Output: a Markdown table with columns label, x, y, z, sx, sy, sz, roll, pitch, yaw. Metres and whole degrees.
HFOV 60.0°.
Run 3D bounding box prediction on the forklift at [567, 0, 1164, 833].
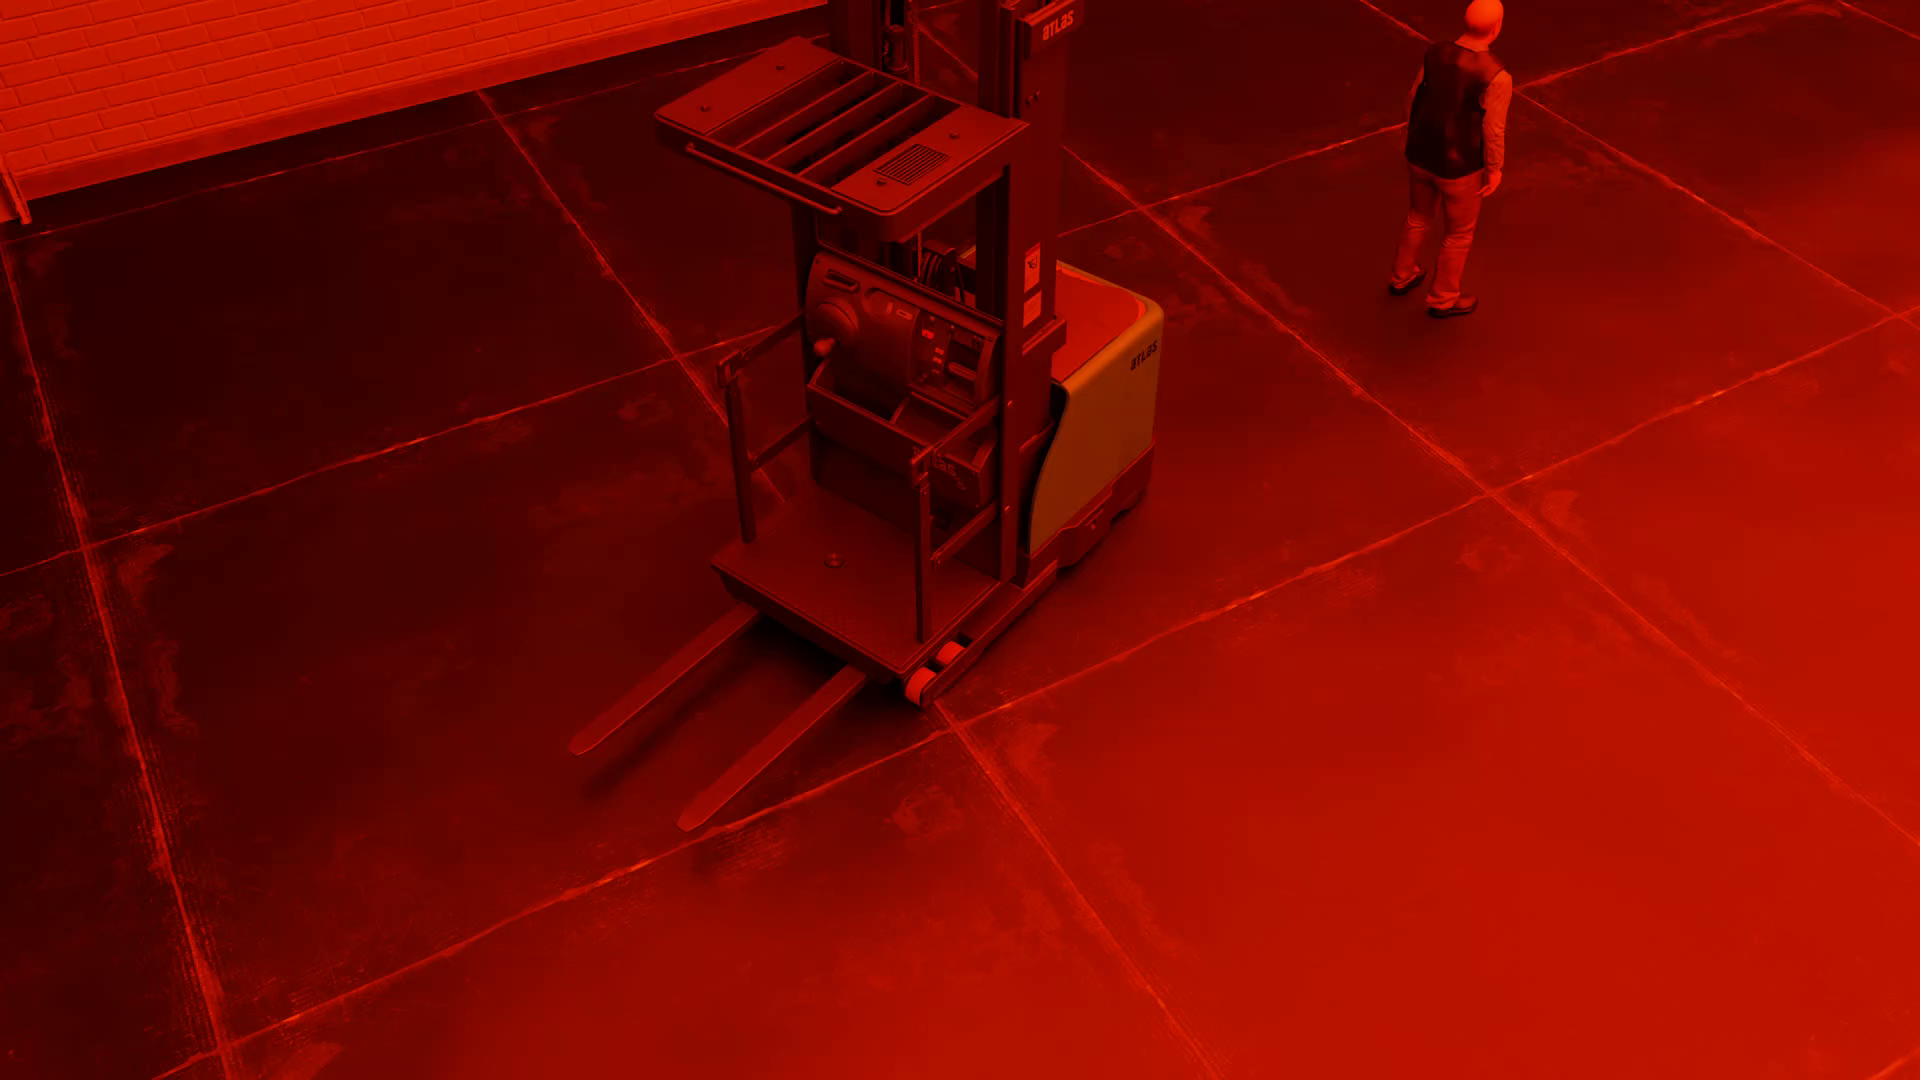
| label | x | y | z | sx | sy | sz | roll | pitch | yaw |
| --- | --- | --- | --- | --- | --- | --- | --- | --- | --- |
| forklift | -0.375 | -0.749 | 6.505 | 1.130 | 2.935 | 3.031 | 28 | 50 | 27 |

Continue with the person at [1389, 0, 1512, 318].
| label | x | y | z | sx | sy | sz | roll | pitch | yaw |
| --- | --- | --- | --- | --- | --- | --- | --- | --- | --- |
| person | 2.564 | -2.000 | 8.744 | 0.418 | 1.722 | 0.593 | -29 | 50 | -28 |
